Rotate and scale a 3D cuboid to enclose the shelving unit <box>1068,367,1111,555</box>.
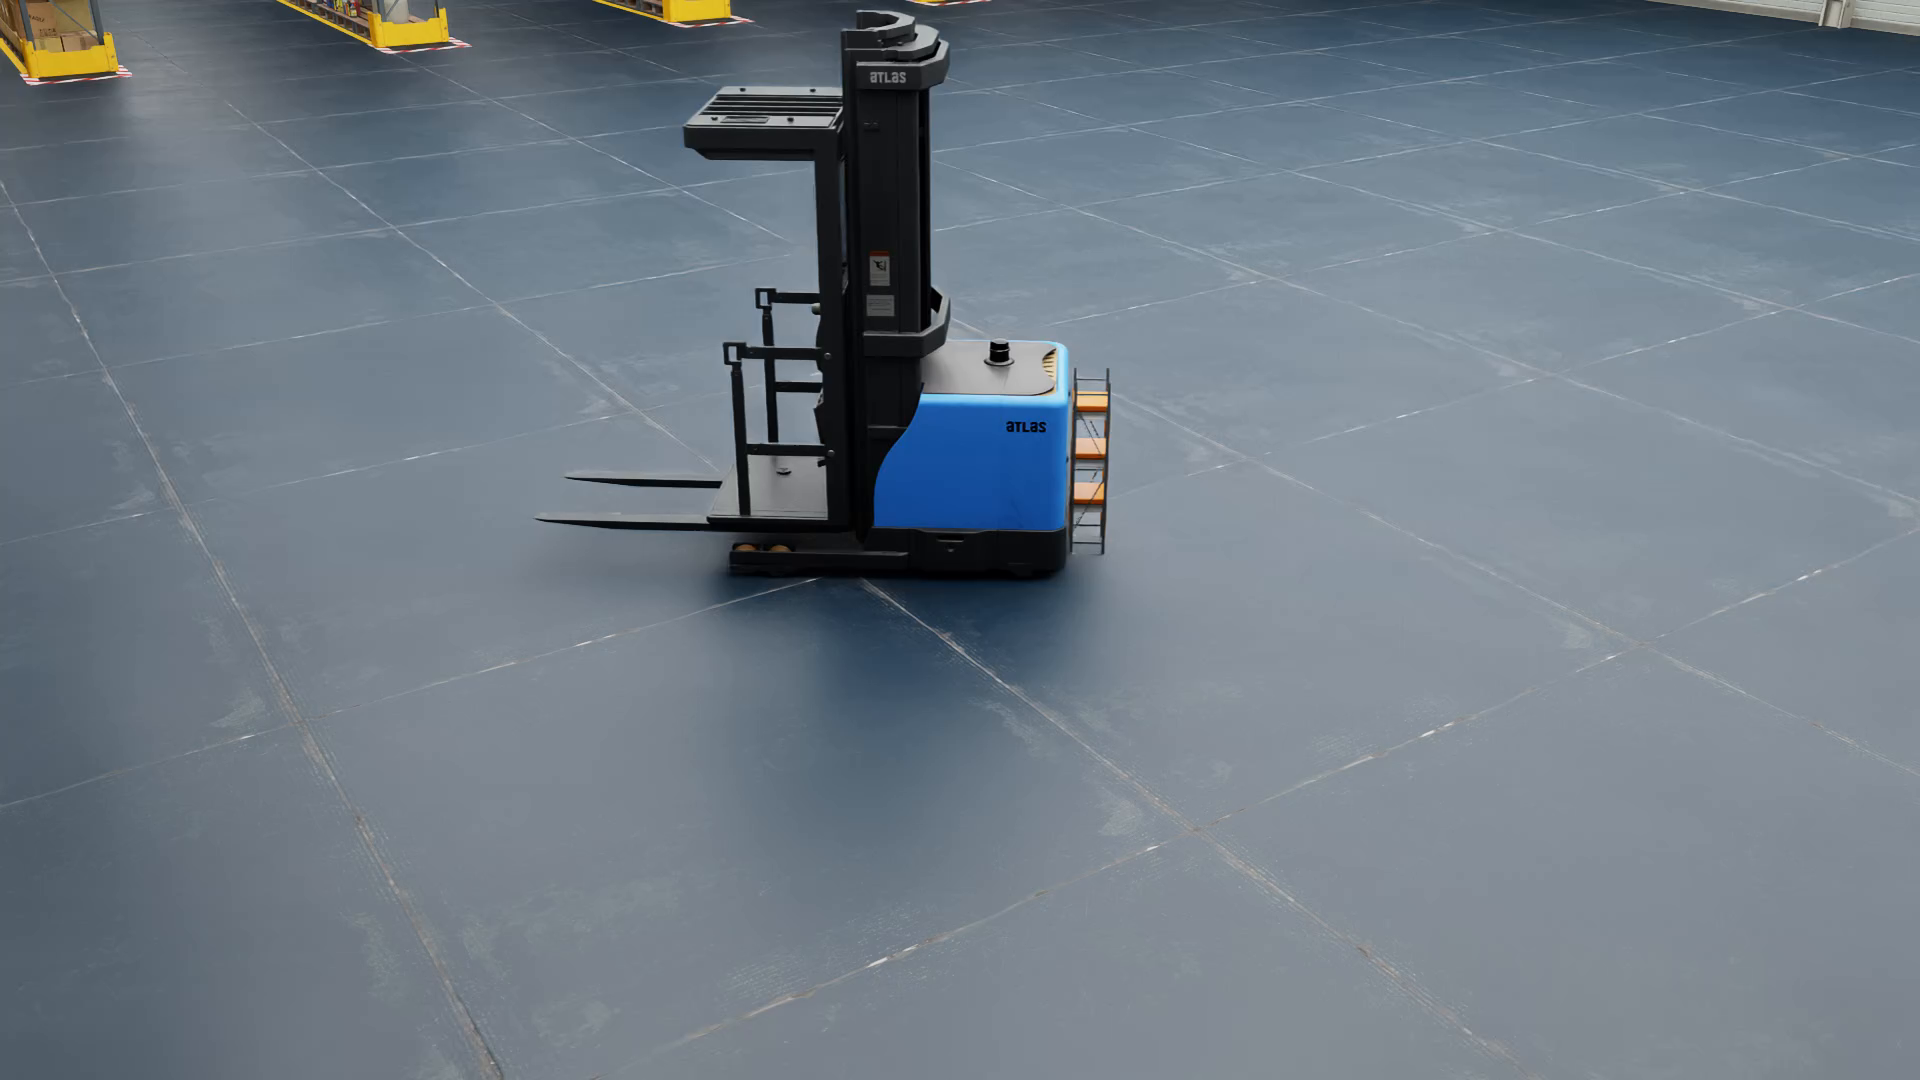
[{"bbox_3d":[0.735,-0.442,9.457,0.215,1.050,0.252,1,25,2],"label":"shelving unit"}]

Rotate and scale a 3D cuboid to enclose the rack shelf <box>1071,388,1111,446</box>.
[{"bbox_3d":[0.735,-0.689,9.341,0.215,0.259,0.240,1,25,2],"label":"rack shelf"}]

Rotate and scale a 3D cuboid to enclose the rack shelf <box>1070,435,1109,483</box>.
[{"bbox_3d":[0.735,-0.433,9.462,0.215,0.259,0.240,1,25,2],"label":"rack shelf"}]

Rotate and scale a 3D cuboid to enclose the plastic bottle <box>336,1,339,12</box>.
[{"bbox_3d":[-10.549,-9.092,28.259,0.097,0.201,0.097,0,25,0],"label":"plastic bottle"}]

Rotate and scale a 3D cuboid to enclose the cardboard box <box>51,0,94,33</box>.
[{"bbox_3d":[-13.229,-7.842,24.699,0.500,0.500,0.500,-16,29,-30],"label":"cardboard box"}]

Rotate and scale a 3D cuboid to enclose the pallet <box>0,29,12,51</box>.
[{"bbox_3d":[-14.633,-8.010,26.470,1.003,0.211,1.213,-16,29,-30],"label":"pallet"}]

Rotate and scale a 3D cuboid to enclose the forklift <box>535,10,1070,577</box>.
[{"bbox_3d":[-0.896,-1.348,9.173,3.031,2.935,1.130,1,25,3],"label":"forklift"}]

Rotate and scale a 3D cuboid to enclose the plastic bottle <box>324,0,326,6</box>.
[{"bbox_3d":[-11.018,-9.399,28.909,0.097,0.201,0.097,0,25,0],"label":"plastic bottle"}]

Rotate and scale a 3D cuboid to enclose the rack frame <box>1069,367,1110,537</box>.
[{"bbox_3d":[0.740,-0.494,9.568,0.200,1.050,0.008,1,25,2],"label":"rack frame"}]

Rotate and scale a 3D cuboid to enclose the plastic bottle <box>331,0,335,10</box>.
[{"bbox_3d":[-10.684,-9.266,28.453,0.144,0.351,0.185,-17,30,-32],"label":"plastic bottle"}]

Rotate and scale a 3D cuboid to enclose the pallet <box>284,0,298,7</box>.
[{"bbox_3d":[-12.011,-10.166,31.037,1.003,0.211,1.213,-16,29,-30],"label":"pallet"}]

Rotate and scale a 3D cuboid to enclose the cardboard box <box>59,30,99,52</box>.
[{"bbox_3d":[-12.955,-7.325,24.481,0.500,0.250,0.500,-16,29,-30],"label":"cardboard box"}]

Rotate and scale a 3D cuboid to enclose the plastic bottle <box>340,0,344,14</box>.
[{"bbox_3d":[-10.350,-9.048,27.990,0.144,0.351,0.185,-14,29,-27],"label":"plastic bottle"}]

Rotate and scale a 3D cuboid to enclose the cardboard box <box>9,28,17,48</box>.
[{"bbox_3d":[-13.946,-7.558,24.976,0.500,0.250,0.500,-16,29,-30],"label":"cardboard box"}]

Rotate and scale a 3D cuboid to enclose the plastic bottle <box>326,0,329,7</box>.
[{"bbox_3d":[-10.874,-9.360,28.739,0.152,0.276,0.135,-14,29,-28],"label":"plastic bottle"}]

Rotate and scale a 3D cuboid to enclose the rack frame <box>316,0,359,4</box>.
[{"bbox_3d":[-10.880,-10.718,28.941,1.000,3.000,0.127,-16,29,-30],"label":"rack frame"}]

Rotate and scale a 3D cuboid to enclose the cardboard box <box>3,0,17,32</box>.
[{"bbox_3d":[-13.949,-7.897,24.815,0.500,0.500,0.500,-16,29,-30],"label":"cardboard box"}]

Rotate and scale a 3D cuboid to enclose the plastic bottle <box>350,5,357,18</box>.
[{"bbox_3d":[-10.066,-8.776,27.589,0.097,0.201,0.097,0,25,0],"label":"plastic bottle"}]

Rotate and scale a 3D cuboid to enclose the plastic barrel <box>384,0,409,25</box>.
[{"bbox_3d":[-9.120,-8.570,26.812,0.421,0.512,0.421,0,25,0],"label":"plastic barrel"}]

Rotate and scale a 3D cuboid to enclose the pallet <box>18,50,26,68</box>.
[{"bbox_3d":[-13.301,-7.137,24.622,1.003,0.211,1.213,-16,29,-30],"label":"pallet"}]

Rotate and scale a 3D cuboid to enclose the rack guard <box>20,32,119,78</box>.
[{"bbox_3d":[-12.835,-6.996,23.983,1.175,0.500,0.348,-16,29,-30],"label":"rack guard"}]

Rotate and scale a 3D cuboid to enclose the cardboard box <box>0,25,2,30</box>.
[{"bbox_3d":[-15.033,-8.275,26.495,0.500,0.250,0.500,-16,29,-30],"label":"cardboard box"}]

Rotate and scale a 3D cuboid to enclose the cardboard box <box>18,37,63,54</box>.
[{"bbox_3d":[-13.389,-7.204,24.225,0.500,0.250,0.500,-16,29,-30],"label":"cardboard box"}]

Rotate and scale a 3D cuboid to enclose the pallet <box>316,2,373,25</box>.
[{"bbox_3d":[-10.548,-9.207,29.007,1.003,0.211,1.213,-16,29,-30],"label":"pallet"}]

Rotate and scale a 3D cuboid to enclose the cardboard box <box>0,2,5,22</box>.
[{"bbox_3d":[-14.495,-8.254,25.572,0.500,0.500,0.500,-16,29,-30],"label":"cardboard box"}]

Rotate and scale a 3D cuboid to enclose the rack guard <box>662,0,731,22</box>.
[{"bbox_3d":[-4.588,-9.339,28.946,1.175,0.500,0.348,-16,29,-30],"label":"rack guard"}]

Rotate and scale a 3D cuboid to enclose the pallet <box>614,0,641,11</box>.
[{"bbox_3d":[-5.664,-9.943,30.564,1.003,0.211,1.213,-16,29,-30],"label":"pallet"}]

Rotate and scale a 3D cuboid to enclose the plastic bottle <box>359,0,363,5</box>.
[{"bbox_3d":[-10.408,-9.522,28.995,0.144,0.351,0.185,-16,29,-30],"label":"plastic bottle"}]

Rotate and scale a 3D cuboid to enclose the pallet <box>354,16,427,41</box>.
[{"bbox_3d":[-9.216,-8.335,27.158,1.003,0.211,1.213,-16,29,-30],"label":"pallet"}]

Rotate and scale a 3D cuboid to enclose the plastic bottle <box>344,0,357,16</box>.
[{"bbox_3d":[-10.181,-8.906,27.777,0.152,0.276,0.135,-15,29,-29],"label":"plastic bottle"}]

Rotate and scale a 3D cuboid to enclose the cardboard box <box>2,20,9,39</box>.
[{"bbox_3d":[-14.496,-7.915,25.732,0.500,0.250,0.500,-16,29,-30],"label":"cardboard box"}]

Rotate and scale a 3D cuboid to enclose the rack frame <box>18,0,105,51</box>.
[{"bbox_3d":[-12.848,-8.134,23.468,1.000,3.000,0.127,-16,29,-30],"label":"rack frame"}]
